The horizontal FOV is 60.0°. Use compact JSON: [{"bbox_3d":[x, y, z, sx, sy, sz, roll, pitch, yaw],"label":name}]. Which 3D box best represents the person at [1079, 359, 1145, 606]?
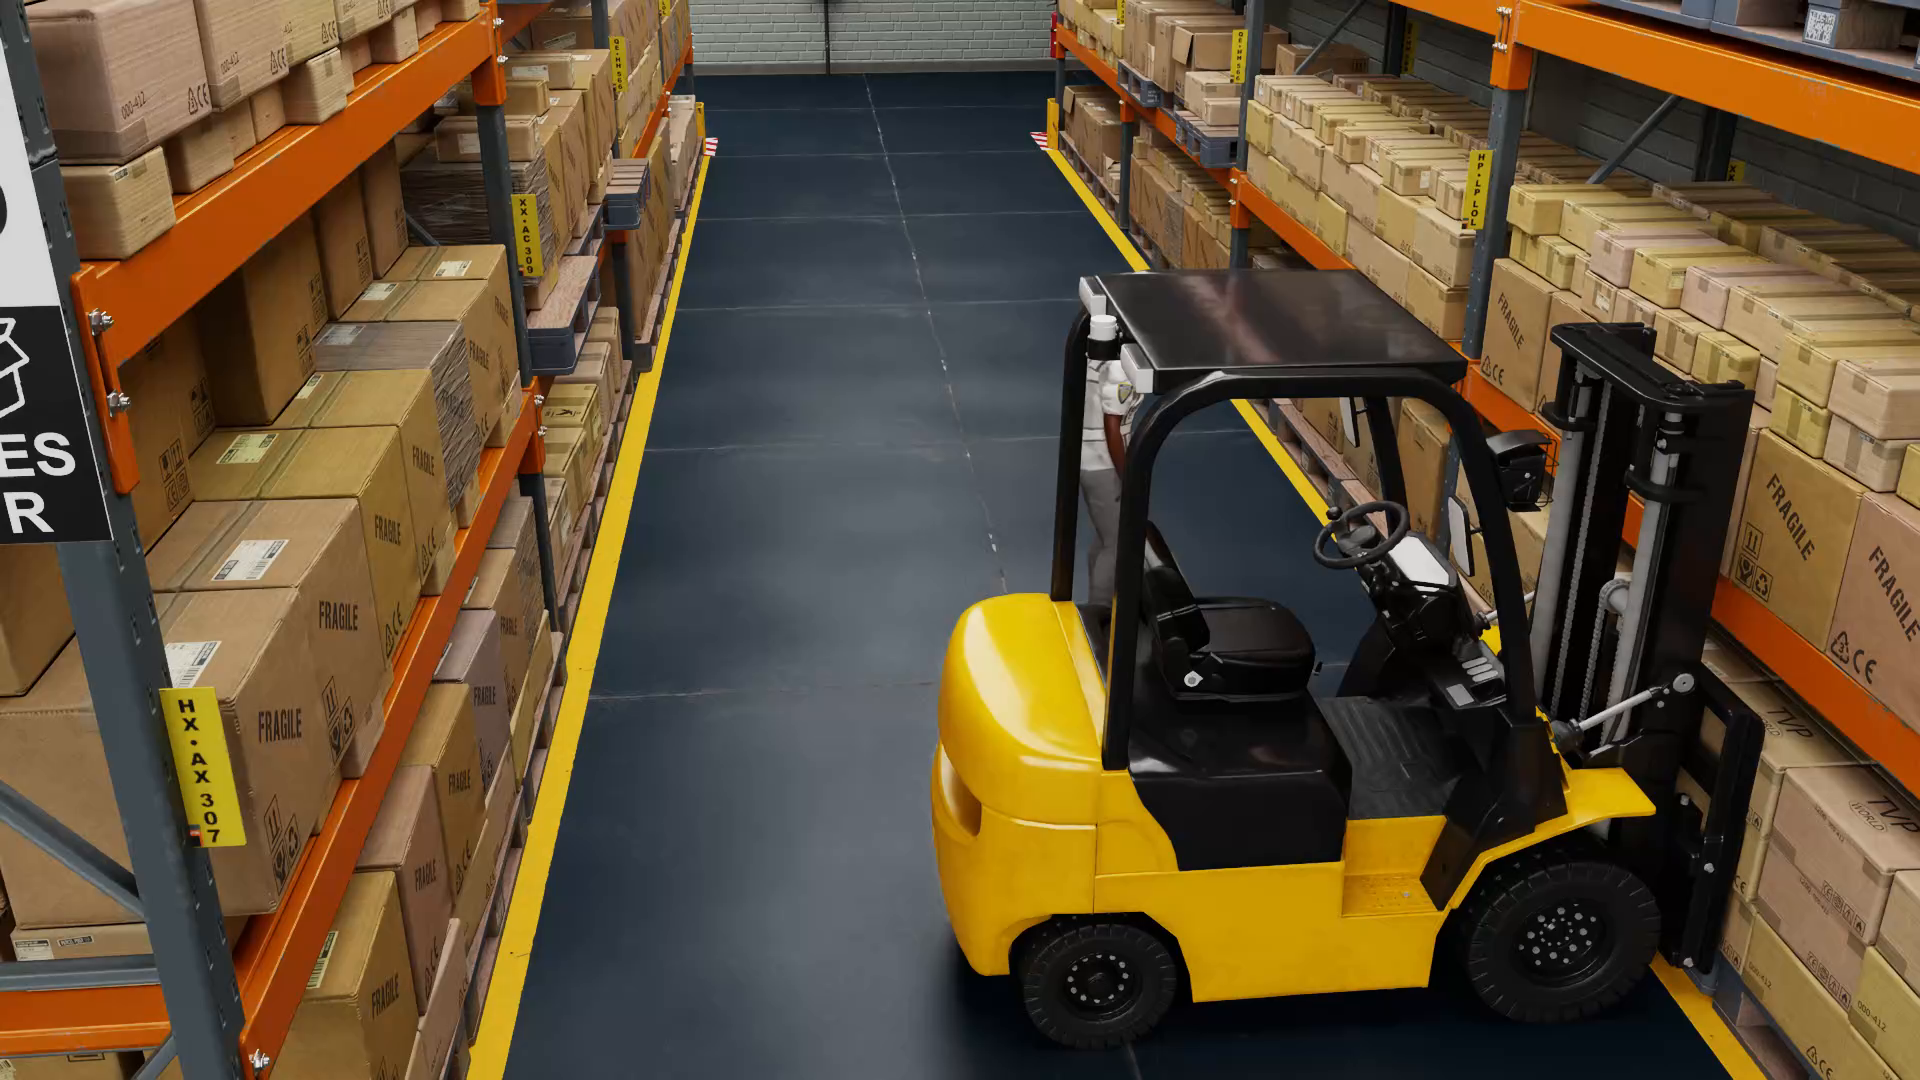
[{"bbox_3d":[0.684,-0.337,7.367,0.426,1.656,0.512,-3,24,-7],"label":"person"}]
